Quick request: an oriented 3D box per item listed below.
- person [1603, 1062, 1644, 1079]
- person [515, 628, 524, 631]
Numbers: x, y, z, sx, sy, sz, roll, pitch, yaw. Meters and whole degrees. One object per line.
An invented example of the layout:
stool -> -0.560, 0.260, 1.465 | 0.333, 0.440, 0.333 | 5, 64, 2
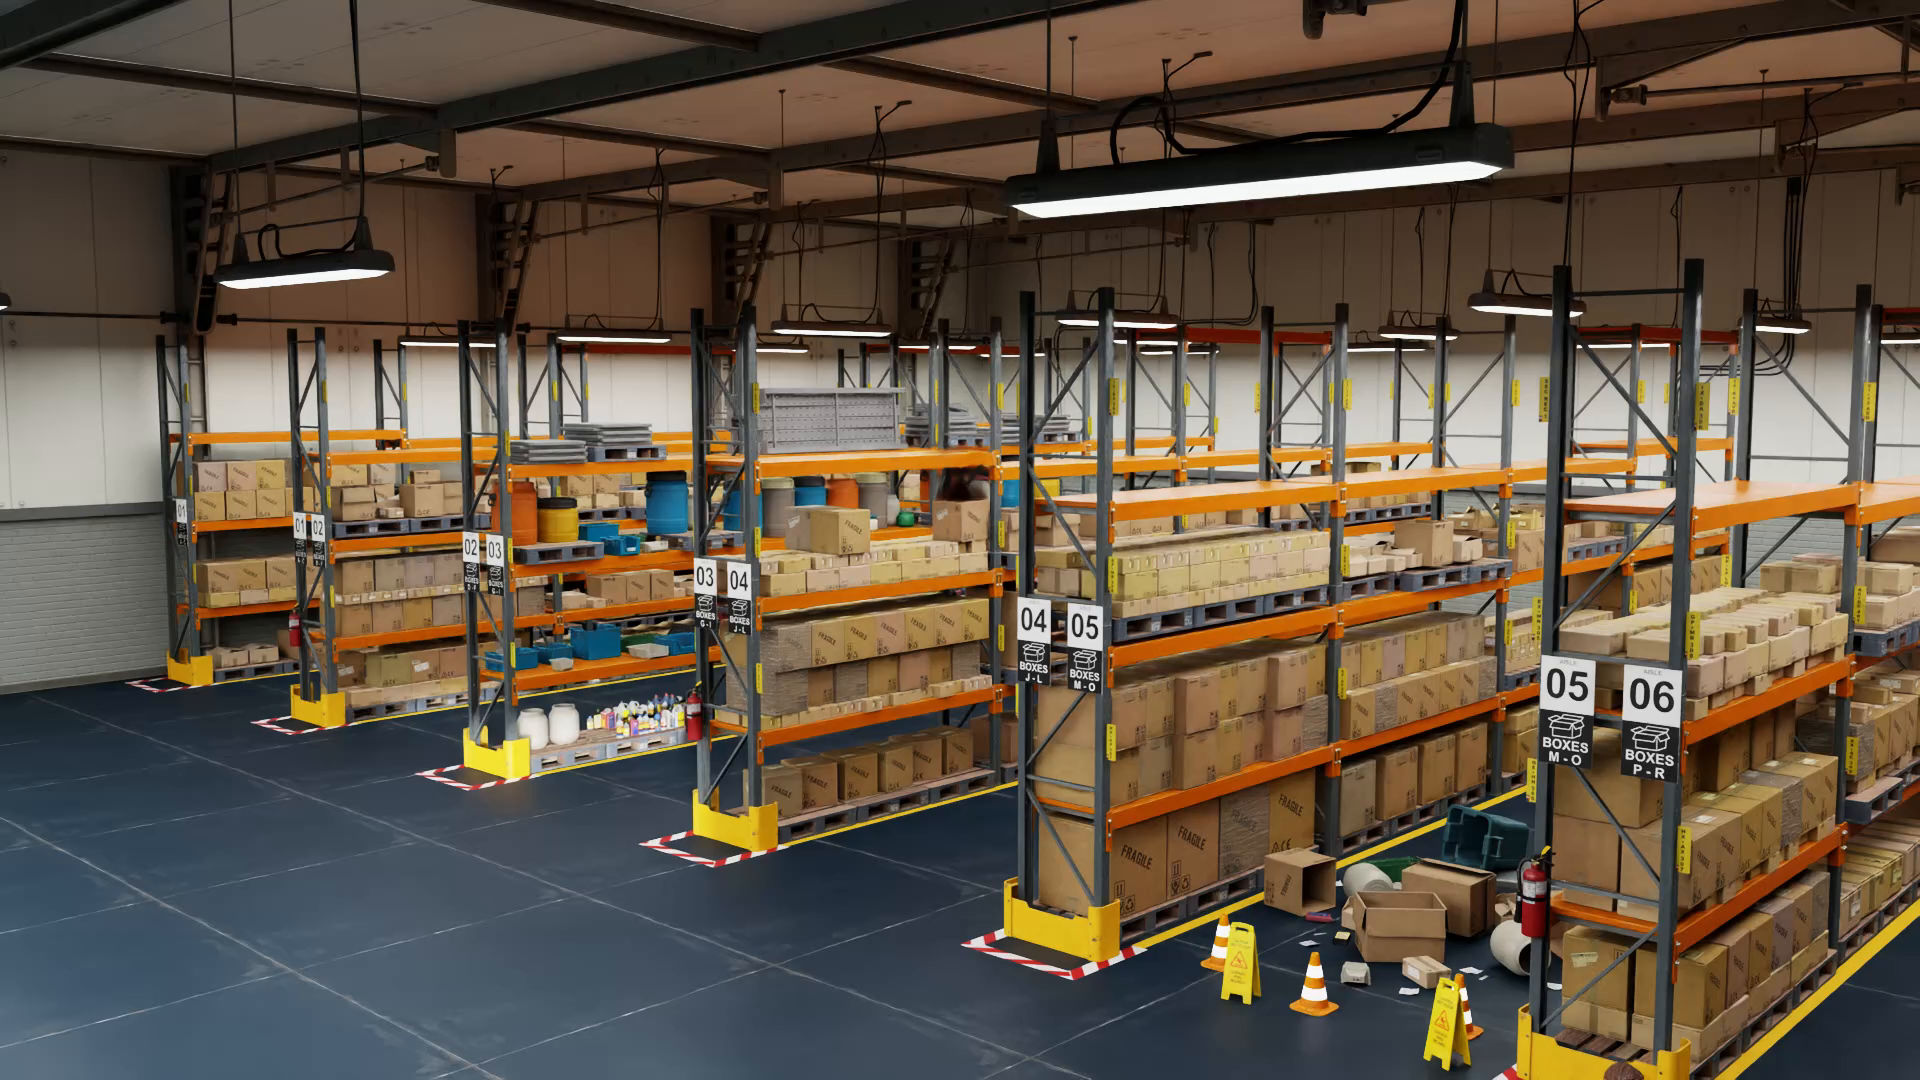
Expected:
person -> 3.508, 3.538, 8.803 | 0.579, 1.587, 0.415 | 1, 5, 10
person -> -8.076, 1.500, 30.204 | 0.492, 1.692, 0.543 | 0, 5, 4
